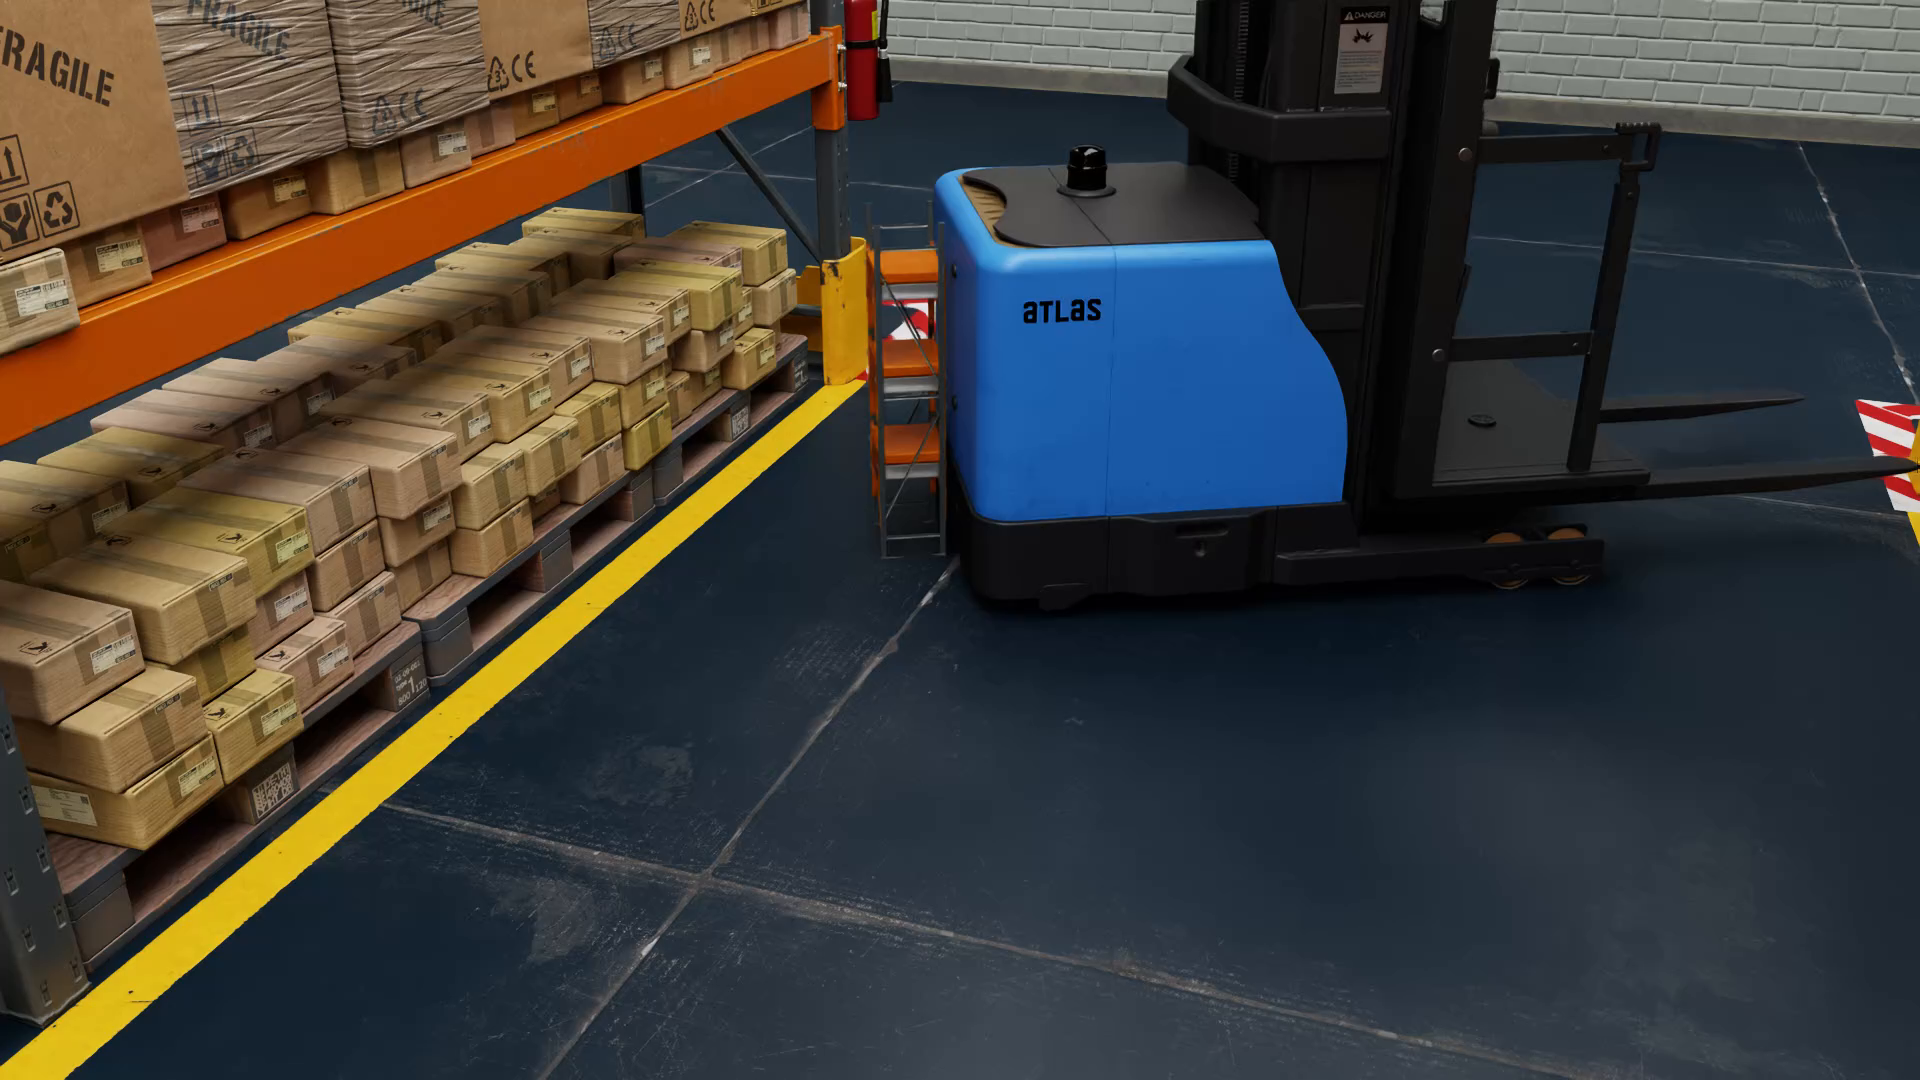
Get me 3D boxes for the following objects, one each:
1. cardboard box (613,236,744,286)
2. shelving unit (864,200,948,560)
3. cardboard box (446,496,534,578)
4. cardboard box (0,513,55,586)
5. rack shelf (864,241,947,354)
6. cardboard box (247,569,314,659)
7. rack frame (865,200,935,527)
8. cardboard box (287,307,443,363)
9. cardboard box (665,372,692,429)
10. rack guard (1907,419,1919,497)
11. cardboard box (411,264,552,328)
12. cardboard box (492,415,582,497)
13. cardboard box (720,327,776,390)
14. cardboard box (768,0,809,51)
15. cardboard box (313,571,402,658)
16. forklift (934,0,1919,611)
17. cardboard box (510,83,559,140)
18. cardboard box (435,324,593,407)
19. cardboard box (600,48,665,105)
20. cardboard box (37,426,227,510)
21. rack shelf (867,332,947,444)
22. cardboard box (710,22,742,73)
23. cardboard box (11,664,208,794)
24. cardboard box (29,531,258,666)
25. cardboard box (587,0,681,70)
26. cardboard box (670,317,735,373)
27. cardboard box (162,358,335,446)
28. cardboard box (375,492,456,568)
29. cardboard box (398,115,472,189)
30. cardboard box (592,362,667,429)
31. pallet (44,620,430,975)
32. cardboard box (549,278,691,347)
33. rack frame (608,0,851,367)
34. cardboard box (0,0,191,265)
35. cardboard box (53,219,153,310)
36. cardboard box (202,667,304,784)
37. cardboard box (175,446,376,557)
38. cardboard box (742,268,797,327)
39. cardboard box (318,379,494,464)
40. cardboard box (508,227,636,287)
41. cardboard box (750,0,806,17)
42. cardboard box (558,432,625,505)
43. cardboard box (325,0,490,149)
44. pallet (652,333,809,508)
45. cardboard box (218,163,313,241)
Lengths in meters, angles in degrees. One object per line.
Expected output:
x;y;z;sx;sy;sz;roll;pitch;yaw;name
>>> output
-0.994;-0.956;5.888;0.380;0.149;0.250;9;27;18;cardboard box
-0.161;-0.471;5.018;0.215;1.050;0.252;-4;26;-8;shelving unit
-1.433;-0.035;4.671;0.380;0.149;0.250;8;27;16;cardboard box
-2.330;0.044;3.823;0.380;0.149;0.250;9;27;18;cardboard box
-0.161;-0.717;4.899;0.215;0.259;0.240;-4;26;-8;rack shelf
-1.781;0.148;3.950;0.380;0.149;0.250;9;27;17;cardboard box
-0.179;-0.523;5.126;0.200;1.050;0.008;-4;26;-8;rack frame
-1.833;-0.595;5.144;0.380;0.149;0.250;9;27;18;cardboard box
-1.127;-0.471;5.569;0.380;0.149;0.250;9;27;18;cardboard box
3.790;-0.340;5.378;1.175;0.500;0.348;9;27;17;rack guard
-1.601;-0.809;5.586;0.380;0.149;0.250;7;27;15;cardboard box
-1.325;-0.264;4.802;0.380;0.149;0.250;9;27;18;cardboard box
-0.888;-0.670;5.981;0.380;0.149;0.250;10;27;19;cardboard box
-0.761;-1.843;5.903;0.380;0.149;0.250;9;27;18;cardboard box
-1.666;0.173;4.240;0.380;0.149;0.250;8;27;16;cardboard box
1.468;-1.397;4.772;3.031;2.935;1.130;-4;26;-7;forklift
-1.346;-1.215;4.606;0.380;0.149;0.250;9;27;18;cardboard box
-1.336;-0.523;4.994;0.380;0.149;0.250;8;27;16;cardboard box
-1.127;-1.429;5.047;0.380;0.149;0.250;8;27;15;cardboard box
-2.094;-0.154;4.234;0.380;0.149;0.250;10;27;19;cardboard box
-0.161;-0.461;5.022;0.215;0.259;0.240;-4;26;-8;rack shelf
-0.948;-1.641;5.486;0.380;0.149;0.250;8;27;17;cardboard box
-1.828;0.370;3.491;0.380;0.149;0.250;10;28;20;cardboard box
-1.793;0.123;3.661;0.380;0.149;0.250;10;28;20;cardboard box
-1.162;-1.667;4.796;0.500;0.500;0.500;9;27;18;cardboard box
-0.997;-0.699;5.699;0.380;0.149;0.250;8;27;15;cardboard box
-2.013;-0.392;4.724;0.380;0.149;0.250;8;27;16;cardboard box
-1.575;-0.072;4.405;0.380;0.149;0.250;10;28;20;cardboard box
-1.455;-0.991;4.144;0.380;0.149;0.250;10;28;20;cardboard box
-1.157;-0.484;5.256;0.380;0.149;0.250;9;27;18;cardboard box
-2.060;0.487;4.003;1.003;0.211;1.213;9;27;17;pallet
-1.106;-0.733;5.430;0.380;0.149;0.250;8;27;15;cardboard box
-0.919;-2.131;6.210;1.000;3.000;0.127;9;27;17;rack frame
-1.848;-0.833;3.073;0.500;0.500;0.500;8;27;16;cardboard box
-1.831;-0.560;3.253;0.380;0.149;0.250;10;27;19;cardboard box
-1.737;0.394;3.783;0.380;0.149;0.250;10;27;19;cardboard box
-1.690;-0.099;4.119;0.380;0.149;0.250;8;27;16;cardboard box
-0.826;-0.913;6.141;0.380;0.149;0.250;8;27;16;cardboard box
-1.515;-0.315;4.566;0.380;0.149;0.250;8;27;15;cardboard box
-1.392;-1.008;5.997;0.380;0.149;0.250;9;27;18;cardboard box
-0.826;-2.088;5.664;0.500;0.500;0.500;9;27;18;cardboard box
-1.262;-0.247;5.108;0.380;0.149;0.250;9;27;18;cardboard box
-1.488;-1.239;3.912;0.500;0.500;0.500;8;27;16;cardboard box
-1.248;-0.516;6.074;1.003;0.211;1.213;9;27;17;pallet
-1.696;-0.788;3.724;0.380;0.149;0.250;8;27;15;cardboard box
